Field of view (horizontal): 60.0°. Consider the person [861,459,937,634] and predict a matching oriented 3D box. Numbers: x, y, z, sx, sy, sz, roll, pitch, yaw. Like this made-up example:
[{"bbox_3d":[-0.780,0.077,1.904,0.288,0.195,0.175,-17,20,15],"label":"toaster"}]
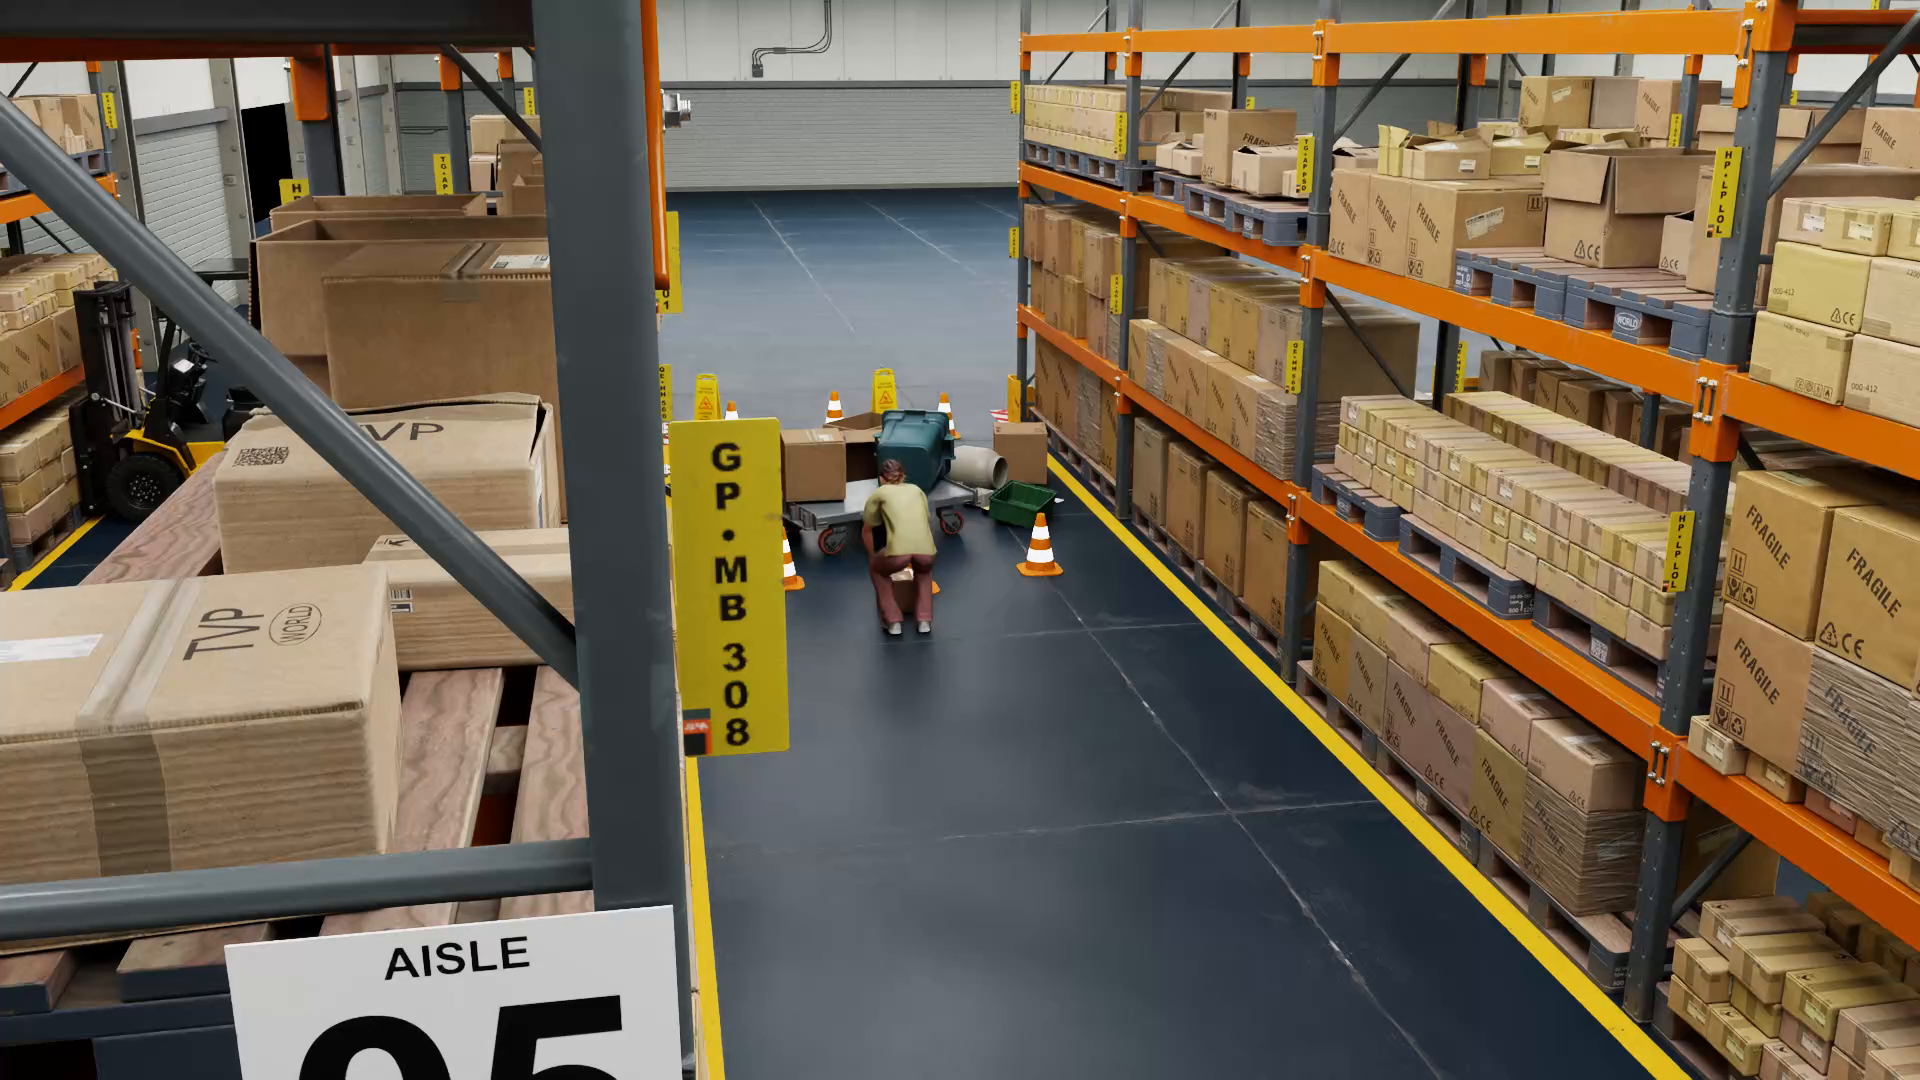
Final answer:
[{"bbox_3d":[-0.431,0.056,11.769,0.505,1.159,0.740,-3,17,-10],"label":"person"}]
